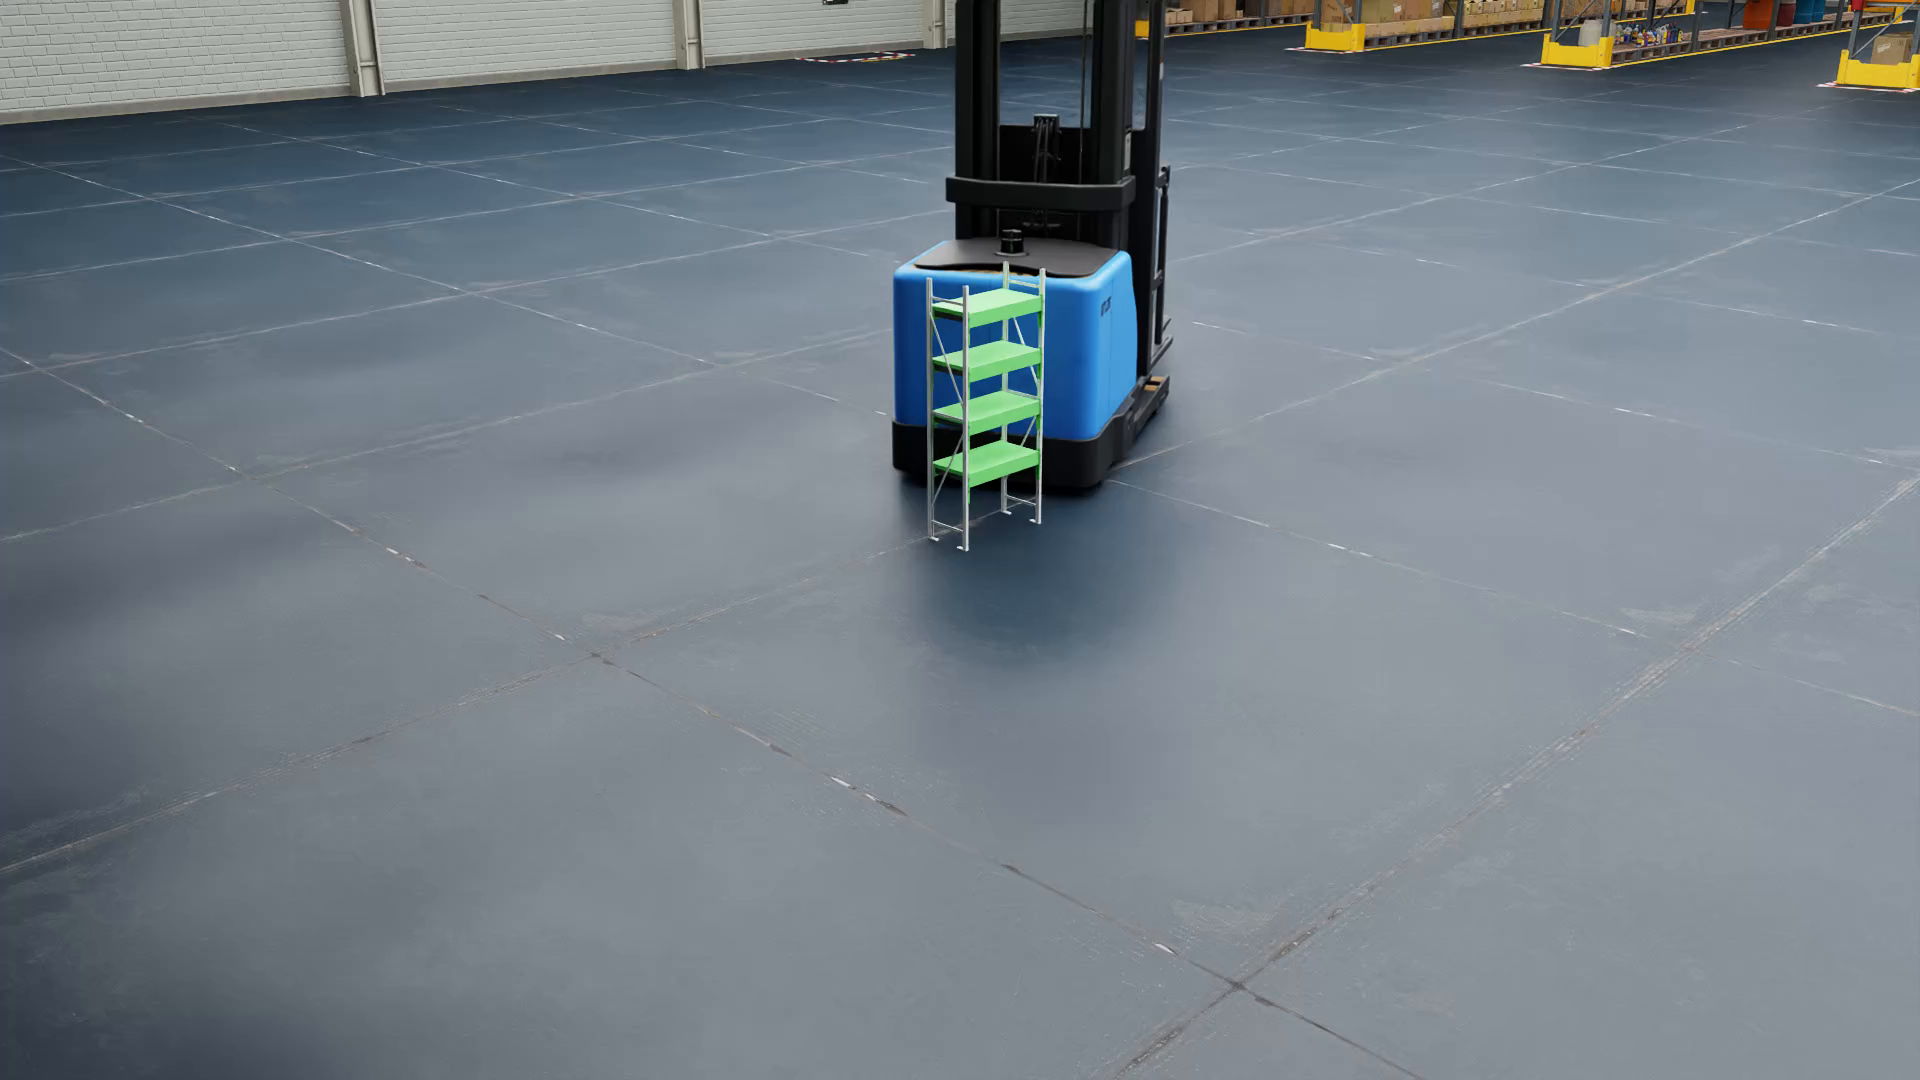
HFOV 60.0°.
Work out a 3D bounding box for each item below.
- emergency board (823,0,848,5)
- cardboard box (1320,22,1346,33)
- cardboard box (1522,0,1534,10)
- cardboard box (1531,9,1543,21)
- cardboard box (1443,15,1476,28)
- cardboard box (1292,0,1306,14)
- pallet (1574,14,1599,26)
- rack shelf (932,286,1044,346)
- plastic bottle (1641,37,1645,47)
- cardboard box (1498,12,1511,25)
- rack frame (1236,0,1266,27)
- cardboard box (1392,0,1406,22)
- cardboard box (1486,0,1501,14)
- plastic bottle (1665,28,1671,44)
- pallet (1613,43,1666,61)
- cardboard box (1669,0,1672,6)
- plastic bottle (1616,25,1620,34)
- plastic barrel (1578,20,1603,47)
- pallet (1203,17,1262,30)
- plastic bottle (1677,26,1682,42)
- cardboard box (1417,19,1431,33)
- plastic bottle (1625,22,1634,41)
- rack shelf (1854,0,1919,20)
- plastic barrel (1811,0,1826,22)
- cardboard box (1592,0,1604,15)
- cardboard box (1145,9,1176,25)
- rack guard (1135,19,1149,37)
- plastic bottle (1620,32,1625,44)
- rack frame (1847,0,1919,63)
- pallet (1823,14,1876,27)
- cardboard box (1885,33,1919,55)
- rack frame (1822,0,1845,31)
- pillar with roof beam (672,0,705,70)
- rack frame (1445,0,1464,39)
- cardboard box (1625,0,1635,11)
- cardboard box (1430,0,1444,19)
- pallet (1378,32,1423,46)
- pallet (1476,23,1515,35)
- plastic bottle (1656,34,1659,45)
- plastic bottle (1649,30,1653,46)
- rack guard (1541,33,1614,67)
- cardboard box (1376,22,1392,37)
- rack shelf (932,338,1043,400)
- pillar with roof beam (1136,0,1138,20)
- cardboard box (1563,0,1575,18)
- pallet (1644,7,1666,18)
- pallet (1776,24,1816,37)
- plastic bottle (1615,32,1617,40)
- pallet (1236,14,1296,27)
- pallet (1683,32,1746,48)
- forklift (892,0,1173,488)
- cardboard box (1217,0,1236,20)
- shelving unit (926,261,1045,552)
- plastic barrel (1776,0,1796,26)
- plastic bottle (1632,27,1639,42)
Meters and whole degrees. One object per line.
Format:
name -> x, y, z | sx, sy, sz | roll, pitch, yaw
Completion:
emergency board -> -2.269, -10.531, 30.791 | 0.157, 1.169, 0.626 | 19, 28, 41
cardboard box -> 7.533, -10.185, 33.140 | 0.500, 0.250, 0.500 | 19, 28, 41
cardboard box -> 12.405, -11.960, 36.976 | 0.500, 0.311, 0.500 | 19, 28, 40
cardboard box -> 12.759, -11.834, 37.429 | 0.500, 0.250, 0.500 | -19, 28, -41
cardboard box -> 10.620, -11.043, 35.373 | 0.500, 0.250, 0.500 | 18, 28, 39
cardboard box -> 7.820, -12.826, 39.635 | 0.700, 0.500, 0.500 | 20, 28, 41
pallet -> 14.351, -12.310, 39.308 | 1.003, 0.211, 1.213 | 19, 28, 41
rack shelf -> 0.115, -0.991, 7.321 | 0.258, 0.148, 0.480 | 19, 28, 41
plastic bottle -> 12.478, -9.134, 30.445 | 0.097, 0.201, 0.097 | 0, 21, 0
cardboard box -> 11.693, -11.439, 36.401 | 0.500, 0.250, 0.500 | -20, 28, -41
rack frame -> 6.609, -13.328, 38.069 | 1.000, 3.000, 0.127 | 19, 28, 41
cardboard box -> 8.591, -10.666, 33.347 | 0.500, 0.500, 0.500 | 19, 28, 41
cardboard box -> 11.341, -11.568, 35.956 | 0.500, 0.311, 0.500 | 18, 27, 39
plastic bottle -> 13.247, -9.447, 31.144 | 0.133, 0.283, 0.061 | -18, 27, -39
pallet -> 12.358, -9.069, 30.877 | 1.003, 0.211, 1.213 | 19, 28, 41
cardboard box -> 17.983, -13.774, 42.565 | 0.380, 0.166, 0.250 | 19, 28, 41
plastic bottle -> 12.289, -9.508, 31.210 | 0.185, 0.351, 0.144 | -19, 28, -40
plastic barrel -> 11.322, -9.043, 29.804 | 0.421, 0.512, 0.421 | 0, 21, 0
pallet -> 6.166, -11.845, 38.097 | 1.003, 0.211, 1.213 | 19, 28, 41
plastic bottle -> 13.608, -9.580, 31.490 | 0.133, 0.283, 0.061 | -18, 28, -39
cardboard box -> 9.300, -10.569, 34.140 | 0.500, 0.250, 0.500 | 19, 28, 41
plastic bottle -> 12.716, -9.665, 31.619 | 0.144, 0.351, 0.185 | 18, 27, 38
rack shelf -> 15.861, -8.759, 27.185 | 1.077, 0.370, 4.000 | 19, 28, 41
plastic barrel -> 18.897, -11.986, 36.917 | 0.600, 0.901, 0.708 | 19, 28, 41
cardboard box -> 14.902, -12.732, 39.389 | 0.500, 0.500, 0.500 | 20, 29, 41
cardboard box -> 4.366, -11.405, 36.202 | 0.500, 0.311, 0.500 | 15, 26, 35
rack guard -> 3.872, -11.153, 35.893 | 1.175, 0.500, 0.348 | 19, 28, 41
plastic bottle -> 12.406, -9.419, 31.187 | 0.097, 0.201, 0.097 | 0, 21, 0
rack frame -> 14.466, -8.581, 25.718 | 1.000, 3.000, 0.127 | 19, 28, 41
pallet -> 20.625, -12.117, 38.806 | 1.003, 0.211, 1.213 | 19, 28, 41
cardboard box -> 15.306, -7.928, 26.920 | 0.500, 0.500, 0.500 | -12, 24, -28
rack frame -> 19.288, -12.905, 36.968 | 1.000, 3.000, 0.127 | 19, 28, 41
pillar with roof beam -> -1.599, -11.334, 24.521 | 9.100, 9.000, 0.400 | 19, 28, 41
rack frame -> 10.161, -12.089, 34.846 | 1.000, 3.000, 0.127 | 19, 28, 41
cardboard box -> 16.190, -13.150, 40.740 | 0.500, 0.311, 0.500 | 19, 28, 41
cardboard box -> 9.637, -11.052, 34.350 | 0.500, 0.500, 0.500 | 19, 28, 41
pallet -> 8.725, -10.279, 34.022 | 1.003, 0.211, 1.213 | 19, 28, 41
pallet -> 11.498, -11.302, 36.684 | 1.003, 0.211, 1.213 | 19, 28, 41
plastic bottle -> 12.927, -9.300, 30.876 | 0.097, 0.201, 0.097 | 0, 21, 0
plastic bottle -> 12.714, -9.254, 30.659 | 0.097, 0.271, 0.097 | 0, 21, 0
rack guard -> 10.937, -8.685, 29.473 | 1.175, 0.500, 0.348 | 19, 28, 41
cardboard box -> 8.250, -10.185, 33.140 | 0.500, 0.250, 0.500 | 19, 28, 41
rack shelf -> 0.115, -0.767, 7.407 | 0.258, 0.148, 0.480 | 19, 28, 41
pillar with roof beam -> 6.772, -14.419, 32.546 | 9.100, 9.000, 0.400 | 19, 28, 41
cardboard box -> 13.835, -12.337, 38.363 | 0.500, 0.500, 0.500 | 18, 27, 39
pallet -> 17.073, -13.335, 41.975 | 1.003, 0.211, 1.213 | 19, 28, 41
pallet -> 17.869, -11.100, 36.160 | 1.003, 0.211, 1.213 | 19, 28, 41
plastic bottle -> 12.156, -9.371, 30.947 | 0.061, 0.283, 0.133 | 19, 28, 41
pallet -> 7.151, -12.227, 39.091 | 1.003, 0.211, 1.213 | 19, 28, 41
pallet -> 15.079, -10.074, 33.489 | 1.003, 0.211, 1.213 | 19, 28, 41
forklift -> 0.582, -2.116, 8.994 | 1.130, 2.935, 3.031 | 6, 22, 16
cardboard box -> 5.914, -12.090, 37.719 | 0.500, 0.500, 0.500 | 17, 27, 37
shelving unit -> 0.115, -0.603, 7.470 | 0.258, 1.200, 0.503 | 19, 28, 41
plastic barrel -> 17.615, -11.367, 35.744 | 0.600, 0.588, 0.708 | 19, 28, 41
plastic bottle -> 12.833, -9.609, 31.584 | 0.097, 0.271, 0.097 | 0, 21, 0
